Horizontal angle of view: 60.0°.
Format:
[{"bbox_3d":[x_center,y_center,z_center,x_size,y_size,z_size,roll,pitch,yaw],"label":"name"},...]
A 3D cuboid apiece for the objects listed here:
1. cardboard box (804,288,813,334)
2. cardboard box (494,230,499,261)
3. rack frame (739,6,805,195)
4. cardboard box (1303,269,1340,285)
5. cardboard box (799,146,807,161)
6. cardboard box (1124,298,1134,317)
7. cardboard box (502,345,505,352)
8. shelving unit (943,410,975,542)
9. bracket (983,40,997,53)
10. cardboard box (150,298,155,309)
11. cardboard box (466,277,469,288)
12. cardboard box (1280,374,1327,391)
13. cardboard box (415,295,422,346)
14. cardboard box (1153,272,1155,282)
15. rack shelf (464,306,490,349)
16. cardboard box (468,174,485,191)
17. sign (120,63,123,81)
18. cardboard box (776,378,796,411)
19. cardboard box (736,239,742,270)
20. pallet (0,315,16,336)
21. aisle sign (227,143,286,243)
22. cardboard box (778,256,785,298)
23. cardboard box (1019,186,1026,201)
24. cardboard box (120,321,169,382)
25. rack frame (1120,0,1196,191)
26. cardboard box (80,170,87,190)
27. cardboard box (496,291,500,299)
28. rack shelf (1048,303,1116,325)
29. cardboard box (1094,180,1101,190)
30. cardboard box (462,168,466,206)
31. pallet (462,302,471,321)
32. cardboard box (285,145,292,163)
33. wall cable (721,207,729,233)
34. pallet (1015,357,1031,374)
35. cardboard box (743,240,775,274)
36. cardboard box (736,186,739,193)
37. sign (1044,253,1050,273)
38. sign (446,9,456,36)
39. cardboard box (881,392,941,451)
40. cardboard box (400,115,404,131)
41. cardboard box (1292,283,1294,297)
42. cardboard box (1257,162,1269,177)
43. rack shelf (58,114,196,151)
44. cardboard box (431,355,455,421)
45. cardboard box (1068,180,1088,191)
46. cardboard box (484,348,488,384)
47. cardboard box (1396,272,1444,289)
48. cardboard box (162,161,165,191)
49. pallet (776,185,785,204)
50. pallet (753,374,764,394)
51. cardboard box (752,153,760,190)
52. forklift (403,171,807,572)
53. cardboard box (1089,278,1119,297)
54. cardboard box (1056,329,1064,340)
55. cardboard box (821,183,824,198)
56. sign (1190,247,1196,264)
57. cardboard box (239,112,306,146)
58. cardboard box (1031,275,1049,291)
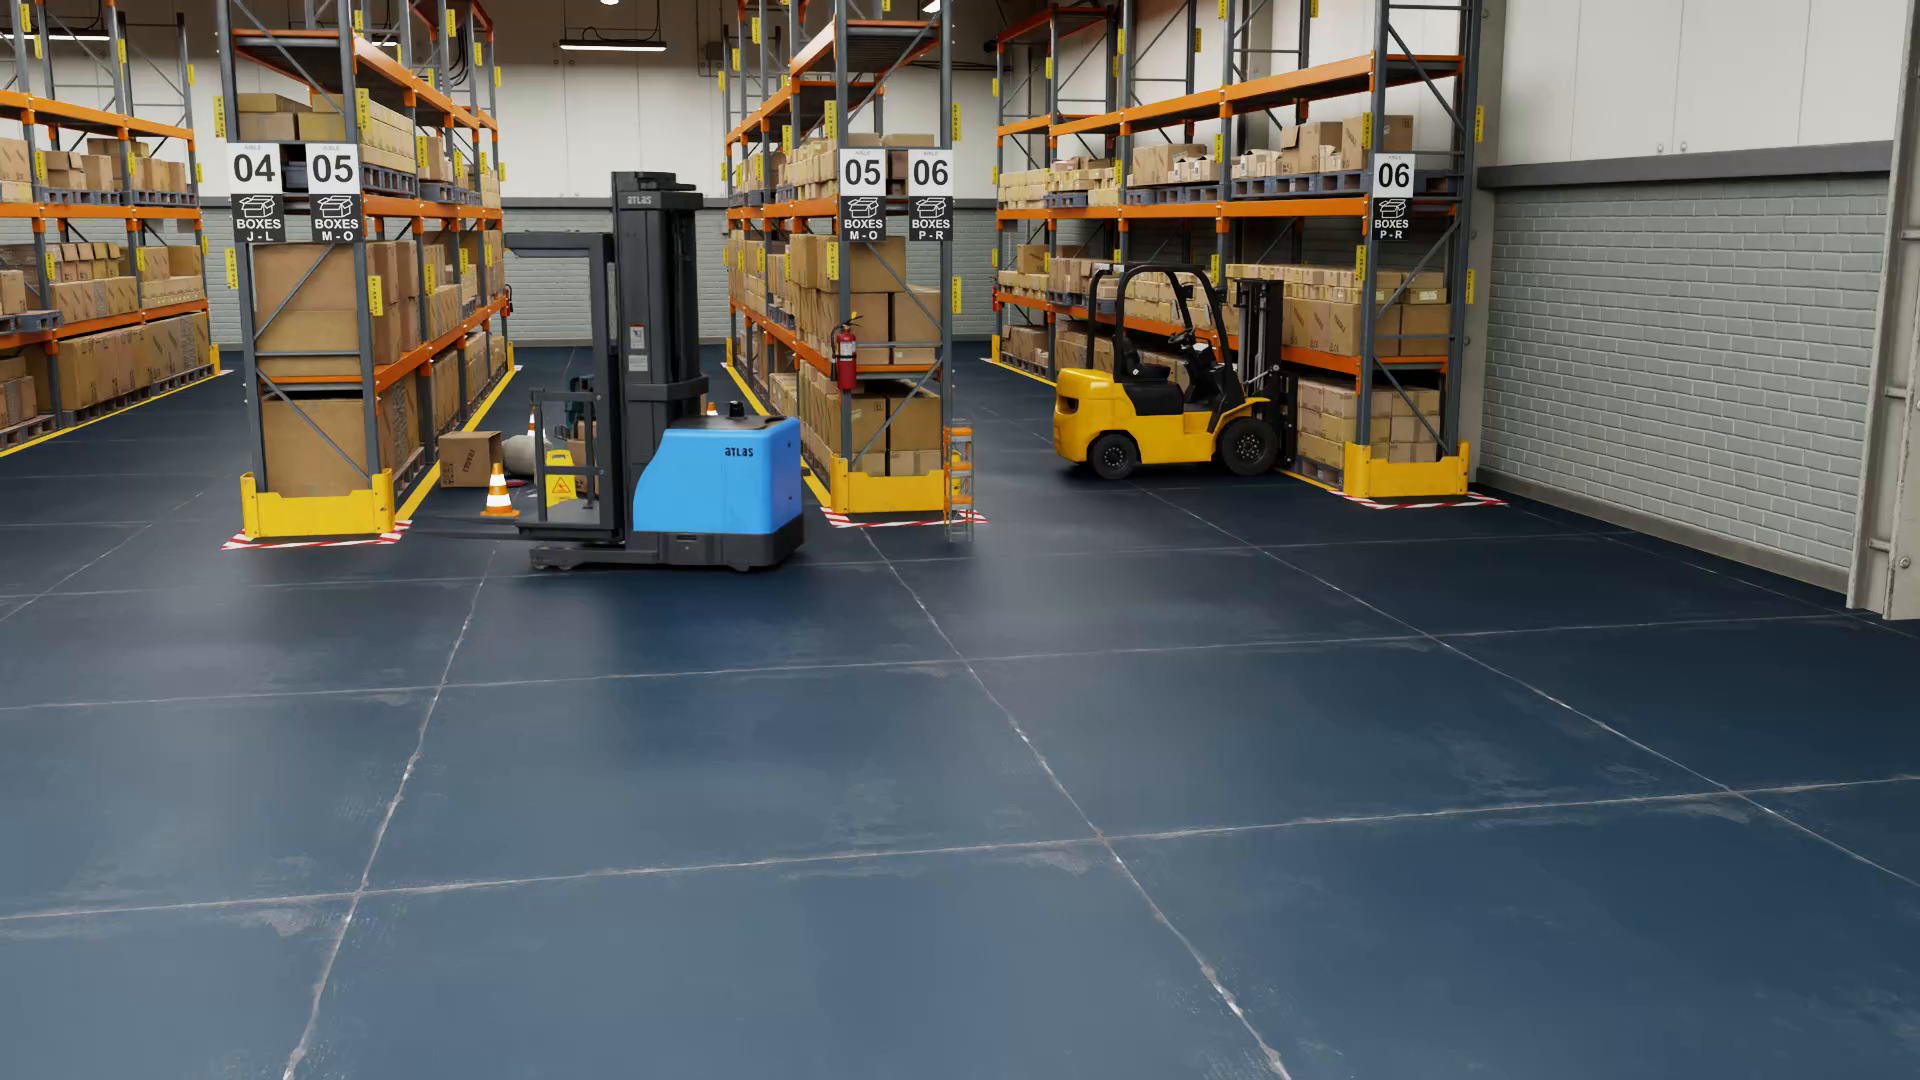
[{"bbox_3d":[-1.332,-2.402,17.231,0.500,0.500,0.500,-2,11,-11],"label":"cardboard box"},{"bbox_3d":[-7.978,-4.907,27.719,0.500,0.500,0.500,-2,11,-8],"label":"cardboard box"},{"bbox_3d":[-2.906,-6.896,25.859,1.000,3.000,0.127,-2,11,-11],"label":"rack frame"},{"bbox_3d":[3.729,-2.684,16.978,0.380,0.149,0.250,-2,11,-10],"label":"cardboard box"},{"bbox_3d":[-1.462,-4.009,17.254,0.380,0.149,0.250,-2,11,-11],"label":"cardboard box"},{"bbox_3d":[2.587,-3.232,23.057,0.500,0.250,0.500,-2,11,-11],"label":"cardboard box"},{"bbox_3d":[-8.137,-3.349,28.977,0.380,0.149,0.250,-2,11,-13],"label":"cardboard box"},{"bbox_3d":[-0.010,-0.526,13.650,0.215,1.050,0.252,-2,11,-11],"label":"shelving unit"},{"bbox_3d":[0.654,-10.604,35.715,0.235,0.232,0.430,-2,11,-11],"label":"bracket"},{"bbox_3d":[-12.409,-3.579,25.152,0.380,0.149,0.250,-2,11,-13],"label":"cardboard box"},{"bbox_3d":[-7.211,-3.672,23.718,0.380,0.149,0.250,-2,11,-11],"label":"cardboard box"},{"bbox_3d":[3.597,-1.628,17.782,0.500,0.250,0.500,-2,11,-12],"label":"cardboard box"},{"bbox_3d":[-6.102,-2.289,17.301,0.875,0.550,0.550,-2,11,-11],"label":"cardboard box"},{"bbox_3d":[2.783,-3.507,22.098,0.380,0.149,0.250,-2,11,-10],"label":"cardboard box"},{"bbox_3d":[-7.353,-3.030,23.517,1.077,0.370,4.000,-2,11,-11],"label":"rack shelf"},{"bbox_3d":[-7.600,-5.493,25.573,0.500,0.250,0.500,-2,11,-9],"label":"cardboard box"},{"bbox_3d":[-13.950,-7.787,27.618,0.100,0.325,0.005,-2,11,-11],"label":"sign"},{"bbox_3d":[-1.876,-1.891,21.516,0.950,0.372,0.625,-2,11,-12],"label":"cardboard box"},{"bbox_3d":[-3.467,-4.752,27.698,0.500,0.500,0.500,-2,11,-10],"label":"cardboard box"},{"bbox_3d":[-11.424,-2.399,18.790,1.003,0.211,1.213,-2,11,-11],"label":"pallet"},{"bbox_3d":[-5.688,-2.802,13.445,0.394,0.787,0.004,-2,11,-11],"label":"aisle sign"},{"bbox_3d":[-1.960,-3.241,20.517,0.500,0.500,0.500,-3,11,-13],"label":"cardboard box"},{"bbox_3d":[1.332,-6.037,28.977,0.500,0.250,0.500,-2,11,-12],"label":"cardboard box"},{"bbox_3d":[-12.677,-2.875,25.337,0.875,0.875,0.875,-2,11,-11],"label":"cardboard box"},{"bbox_3d":[2.740,-6.343,22.956,1.000,3.000,0.127,-2,11,-11],"label":"rack frame"},{"bbox_3d":[-12.502,-5.020,23.141,0.500,0.311,0.500,-3,11,-13],"label":"cardboard box"},{"bbox_3d":[-8.031,-4.172,28.267,0.380,0.149,0.250,-2,11,-9],"label":"cardboard box"},{"bbox_3d":[2.351,-3.410,25.512,1.077,0.370,4.000,-2,11,-11],"label":"rack shelf"},{"bbox_3d":[2.211,-5.285,24.754,0.380,0.149,0.250,-2,11,-9],"label":"cardboard box"},{"bbox_3d":[-6.918,-4.745,22.314,0.500,0.500,0.500,-2,11,-11],"label":"cardboard box"},{"bbox_3d":[-7.207,-3.049,22.207,1.213,0.211,1.003,-2,11,-11],"label":"pallet"},{"bbox_3d":[-5.853,-3.250,14.006,0.380,0.149,0.250,-2,11,-11],"label":"cardboard box"},{"bbox_3d":[-4.804,-6.230,35.605,0.585,1.953,0.123,-2,11,-11],"label":"wall cable"},{"bbox_3d":[1.589,-3.110,29.473,1.003,0.211,1.213,-2,11,-11],"label":"pallet"},{"bbox_3d":[-3.102,-4.398,25.838,0.500,0.500,0.500,-2,11,-10],"label":"cardboard box"},{"bbox_3d":[-3.698,-6.080,28.876,0.380,0.149,0.250,-2,11,-9],"label":"cardboard box"},{"bbox_3d":[1.431,-4.534,27.180,0.100,0.325,0.005,-2,11,-11],"label":"sign"},{"bbox_3d":[-6.420,-6.521,20.969,0.100,0.325,0.005,-2,11,-11],"label":"sign"},{"bbox_3d":[-0.463,-1.134,15.857,0.500,0.500,0.500,-3,11,-13],"label":"cardboard box"},{"bbox_3d":[-5.656,-4.086,16.270,0.380,0.149,0.250,-2,11,-10],"label":"cardboard box"},{"bbox_3d":[3.720,-2.634,17.508,0.380,0.149,0.250,-2,11,-11],"label":"cardboard box"},{"bbox_3d":[3.457,-4.034,18.126,0.380,0.149,0.250,-2,11,-9],"label":"cardboard box"},{"bbox_3d":[-13.016,-6.352,25.997,1.077,0.370,4.000,-2,11,-11],"label":"rack shelf"},{"bbox_3d":[-6.760,-1.842,20.248,1.050,0.750,0.750,-2,11,-10],"label":"cardboard box"},{"bbox_3d":[1.872,-5.432,25.472,0.380,0.149,0.250,-2,11,-10],"label":"cardboard box"},{"bbox_3d":[-7.351,-2.602,24.906,0.500,0.500,0.500,-2,11,-12],"label":"cardboard box"},{"bbox_3d":[4.440,-2.512,16.075,0.380,0.149,0.250,-2,11,-12],"label":"cardboard box"},{"bbox_3d":[-13.112,-5.806,26.497,0.700,0.500,0.500,-3,11,-15],"label":"cardboard box"},{"bbox_3d":[-1.570,-4.170,20.062,1.213,0.211,1.003,-2,11,-11],"label":"pallet"},{"bbox_3d":[-2.682,-2.440,25.951,1.003,0.211,1.213,-2,11,-11],"label":"pallet"},{"bbox_3d":[-2.507,-5.119,23.154,0.700,0.500,0.500,-3,11,-14],"label":"cardboard box"},{"bbox_3d":[-2.775,-1.311,12.745,3.031,2.935,1.130,2,11,9],"label":"forklift"},{"bbox_3d":[2.218,-3.711,24.447,0.500,0.250,0.500,-3,11,-14],"label":"cardboard box"},{"bbox_3d":[1.771,-3.351,27.109,0.380,0.149,0.250,-2,11,-8],"label":"cardboard box"},{"bbox_3d":[-1.137,-3.389,16.129,0.380,0.149,0.250,-2,11,-13],"label":"cardboard box"},{"bbox_3d":[3.284,-3.986,23.518,0.100,0.325,0.005,-2,11,-11],"label":"sign"},{"bbox_3d":[-5.777,-3.430,13.889,0.500,0.250,0.500,-2,11,-10],"label":"cardboard box"},{"bbox_3d":[1.512,-4.378,28.282,0.500,0.250,0.500,-2,11,-11],"label":"cardboard box"}]
